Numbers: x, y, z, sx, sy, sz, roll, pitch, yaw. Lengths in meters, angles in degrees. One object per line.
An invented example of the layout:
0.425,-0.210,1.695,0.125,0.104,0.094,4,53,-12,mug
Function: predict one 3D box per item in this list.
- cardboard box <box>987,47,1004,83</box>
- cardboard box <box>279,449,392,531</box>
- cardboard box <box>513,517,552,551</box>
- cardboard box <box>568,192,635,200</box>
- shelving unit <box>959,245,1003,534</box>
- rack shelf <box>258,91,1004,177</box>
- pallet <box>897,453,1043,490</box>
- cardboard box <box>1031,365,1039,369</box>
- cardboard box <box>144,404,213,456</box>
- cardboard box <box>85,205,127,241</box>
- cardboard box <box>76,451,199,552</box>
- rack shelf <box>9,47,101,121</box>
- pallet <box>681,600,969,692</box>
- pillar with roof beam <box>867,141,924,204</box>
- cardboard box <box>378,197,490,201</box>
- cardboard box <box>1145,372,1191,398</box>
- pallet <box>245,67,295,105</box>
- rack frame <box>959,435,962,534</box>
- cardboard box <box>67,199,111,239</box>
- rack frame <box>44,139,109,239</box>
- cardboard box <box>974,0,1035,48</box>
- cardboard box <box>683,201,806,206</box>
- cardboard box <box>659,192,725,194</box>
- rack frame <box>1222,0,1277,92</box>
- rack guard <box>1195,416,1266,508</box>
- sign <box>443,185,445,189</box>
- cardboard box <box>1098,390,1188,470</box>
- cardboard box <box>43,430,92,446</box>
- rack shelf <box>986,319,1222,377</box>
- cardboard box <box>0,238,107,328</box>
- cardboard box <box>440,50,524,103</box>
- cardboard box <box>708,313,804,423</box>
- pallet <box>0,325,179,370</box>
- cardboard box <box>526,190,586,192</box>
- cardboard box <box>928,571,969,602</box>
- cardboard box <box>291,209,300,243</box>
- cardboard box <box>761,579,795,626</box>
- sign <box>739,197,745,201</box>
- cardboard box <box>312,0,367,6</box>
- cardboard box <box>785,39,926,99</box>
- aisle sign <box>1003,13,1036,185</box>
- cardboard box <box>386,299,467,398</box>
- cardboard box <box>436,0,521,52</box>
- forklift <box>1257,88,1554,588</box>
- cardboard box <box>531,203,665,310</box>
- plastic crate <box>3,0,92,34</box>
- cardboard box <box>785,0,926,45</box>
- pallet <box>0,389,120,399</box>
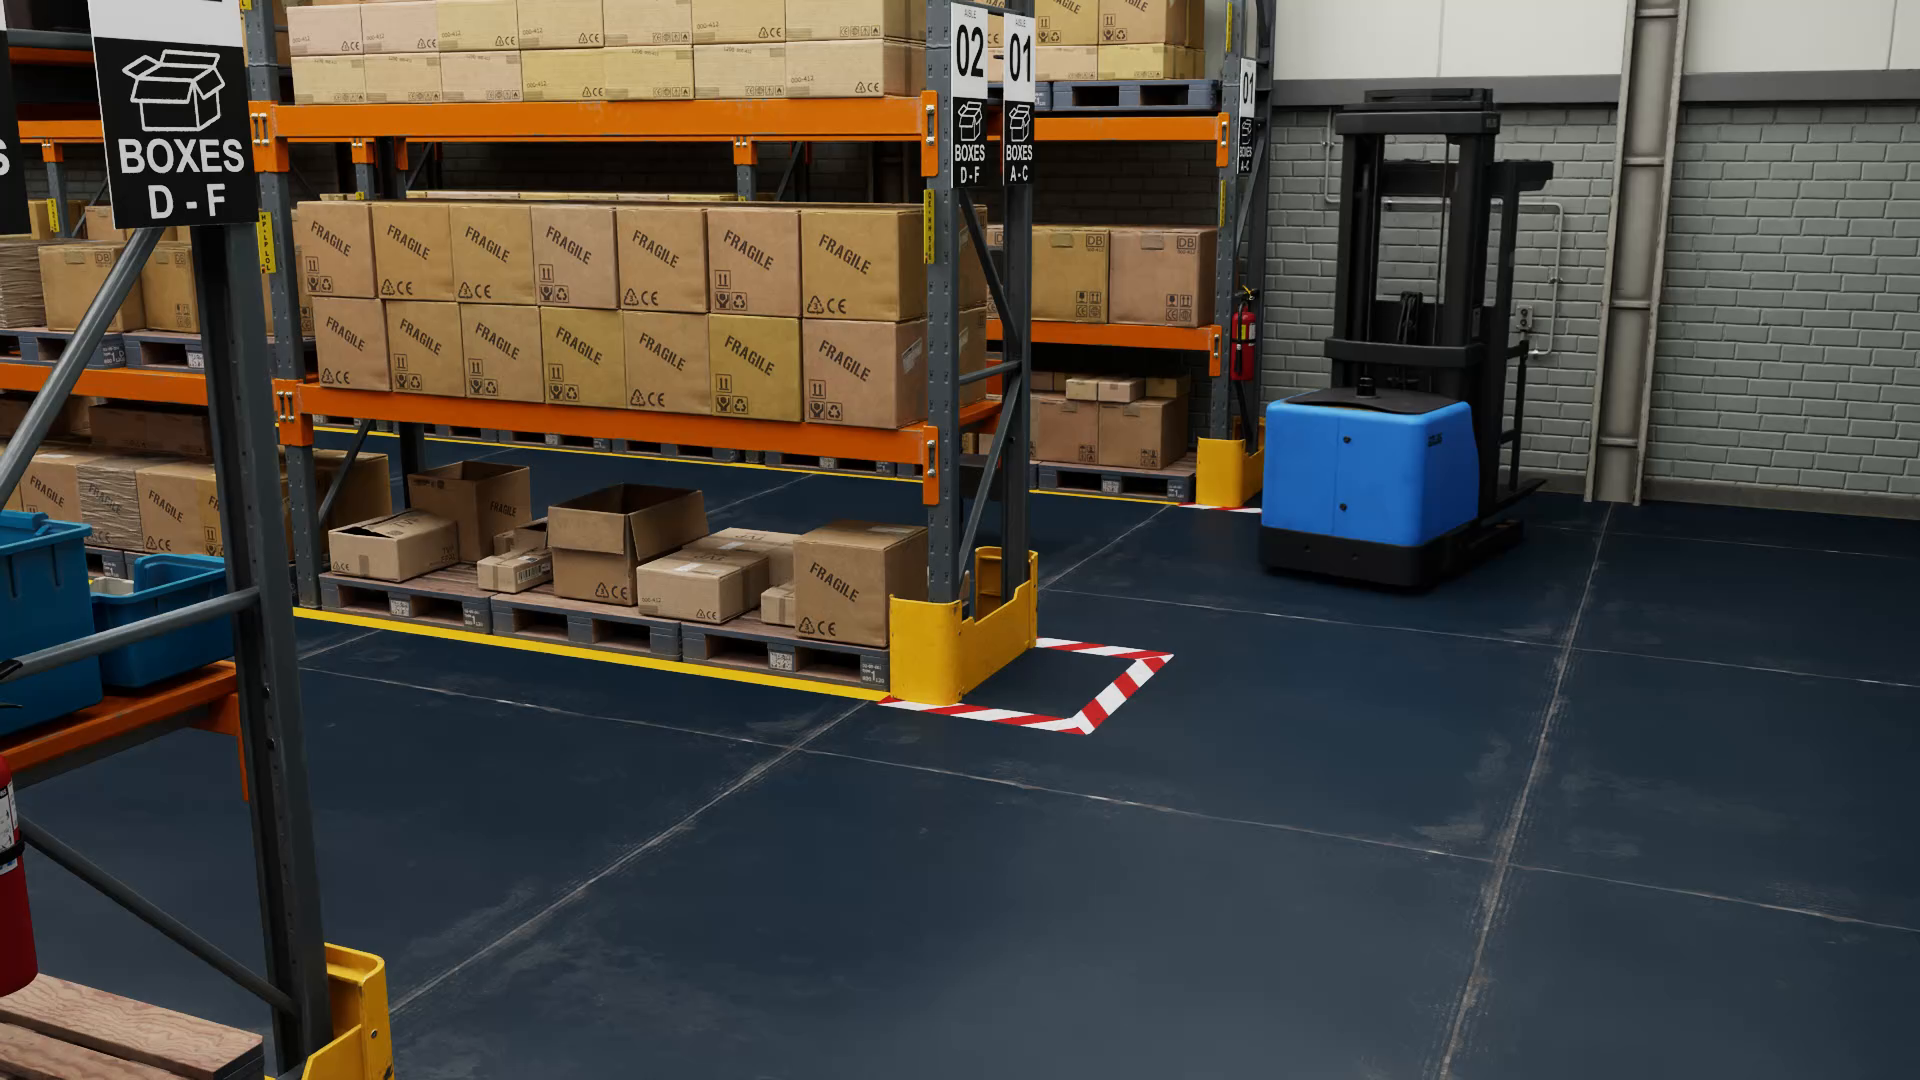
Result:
0.378,-3.581,12.573,0.500,0.250,0.500,5,14,22,cardboard box
-3.895,-0.261,10.309,0.500,0.500,0.500,5,14,21,cardboard box
-2.230,-0.010,9.655,0.500,0.311,0.500,6,14,23,cardboard box
-3.009,-2.858,14.312,0.500,0.250,0.500,6,15,24,cardboard box
0.151,-1.007,10.950,0.503,2.100,0.431,6,14,23,shelving unit
-1.723,-2.093,8.617,4.000,0.370,1.077,6,14,23,rack shelf
0.235,-0.646,13.547,1.213,0.211,1.003,6,14,23,pallet
0.464,-1.327,13.477,0.250,0.149,0.380,6,14,24,cardboard box
-4.809,-0.719,10.618,0.500,0.250,0.500,6,14,23,cardboard box
-8.411,-3.152,16.939,0.500,0.500,0.700,6,14,23,cardboard box
-5.025,-0.245,10.242,0.500,0.500,0.500,6,14,24,cardboard box
-3.732,-1.059,4.210,4.000,0.370,1.077,6,14,23,rack shelf
-0.693,0.479,8.751,1.213,0.211,1.003,6,14,23,pallet
-2.302,-4.340,10.054,0.400,9.000,9.100,6,14,23,pillar with roof beam
-2.984,-1.711,9.572,0.500,0.500,0.500,6,14,24,cardboard box
1.624,-1.210,12.979,0.250,0.149,0.380,6,14,24,cardboard box
-4.119,-2.612,9.665,1.003,0.211,1.213,6,14,23,pallet
-0.072,-1.029,11.046,0.015,2.100,0.400,6,14,23,rack frame
-9.208,-3.332,17.532,0.500,0.500,0.500,5,14,22,cardboard box
-8.863,-2.943,17.232,0.127,3.000,1.000,6,14,23,rack frame
0.396,-3.944,12.480,0.500,0.500,0.500,5,14,21,cardboard box
-1.129,-1.524,8.774,0.500,0.500,0.500,6,14,24,cardboard box
-2.344,-2.915,14.557,0.500,0.250,0.500,6,14,24,cardboard box
2.109,-4.754,11.815,0.127,3.000,1.000,6,14,23,rack frame
2.131,-0.614,12.776,0.348,0.500,1.175,6,14,23,rack guard
-4.984,-3.253,16.018,0.005,0.325,0.100,6,14,23,sign
1.428,-0.864,12.924,0.500,0.500,0.700,6,14,23,cardboard box
-5.785,-0.450,11.115,0.500,0.500,0.500,5,14,21,cardboard box
0.280,-1.668,13.371,4.000,0.370,1.077,6,14,23,rack shelf
-5.828,-1.632,10.506,0.500,0.500,0.700,9,16,34,cardboard box
-2.295,-2.365,8.530,0.500,0.250,0.500,6,14,23,cardboard box
-0.890,-0.878,8.213,0.500,0.500,0.500,6,14,24,cardboard box
-5.428,-1.266,10.503,1.213,0.211,1.003,6,14,23,pallet
-3.746,-3.057,15.161,0.500,0.250,0.500,5,14,22,cardboard box
-0.138,0.265,8.835,0.250,0.149,0.380,6,14,23,cardboard box
-6.161,-2.923,15.966,0.500,0.500,0.700,4,14,18,cardboard box
-0.825,0.312,8.597,0.250,0.166,0.380,6,14,23,cardboard box
-1.759,-2.614,13.467,0.005,0.325,0.100,6,14,23,sign
-3.091,-3.127,9.040,0.500,0.500,0.700,6,14,23,cardboard box
-0.471,-2.178,7.731,0.500,0.250,0.500,6,14,23,cardboard box
0.287,-2.119,8.027,0.004,0.787,0.394,6,14,23,aisle sign
-2.726,-1.066,9.012,0.500,0.500,0.500,6,15,24,cardboard box
-2.297,-2.607,8.468,0.500,0.250,0.500,6,14,23,cardboard box
3.131,-1.424,10.907,1.130,2.935,3.031,10,16,35,forklift
-1.820,-1.458,8.495,0.500,0.500,0.500,6,15,25,cardboard box
-2.143,-1.254,3.754,0.590,0.269,0.497,6,14,23,plastic crate
-0.467,-2.423,7.682,0.500,0.250,0.500,6,14,23,cardboard box
-9.491,-1.640,17.784,1.213,0.211,1.003,6,14,23,pallet
